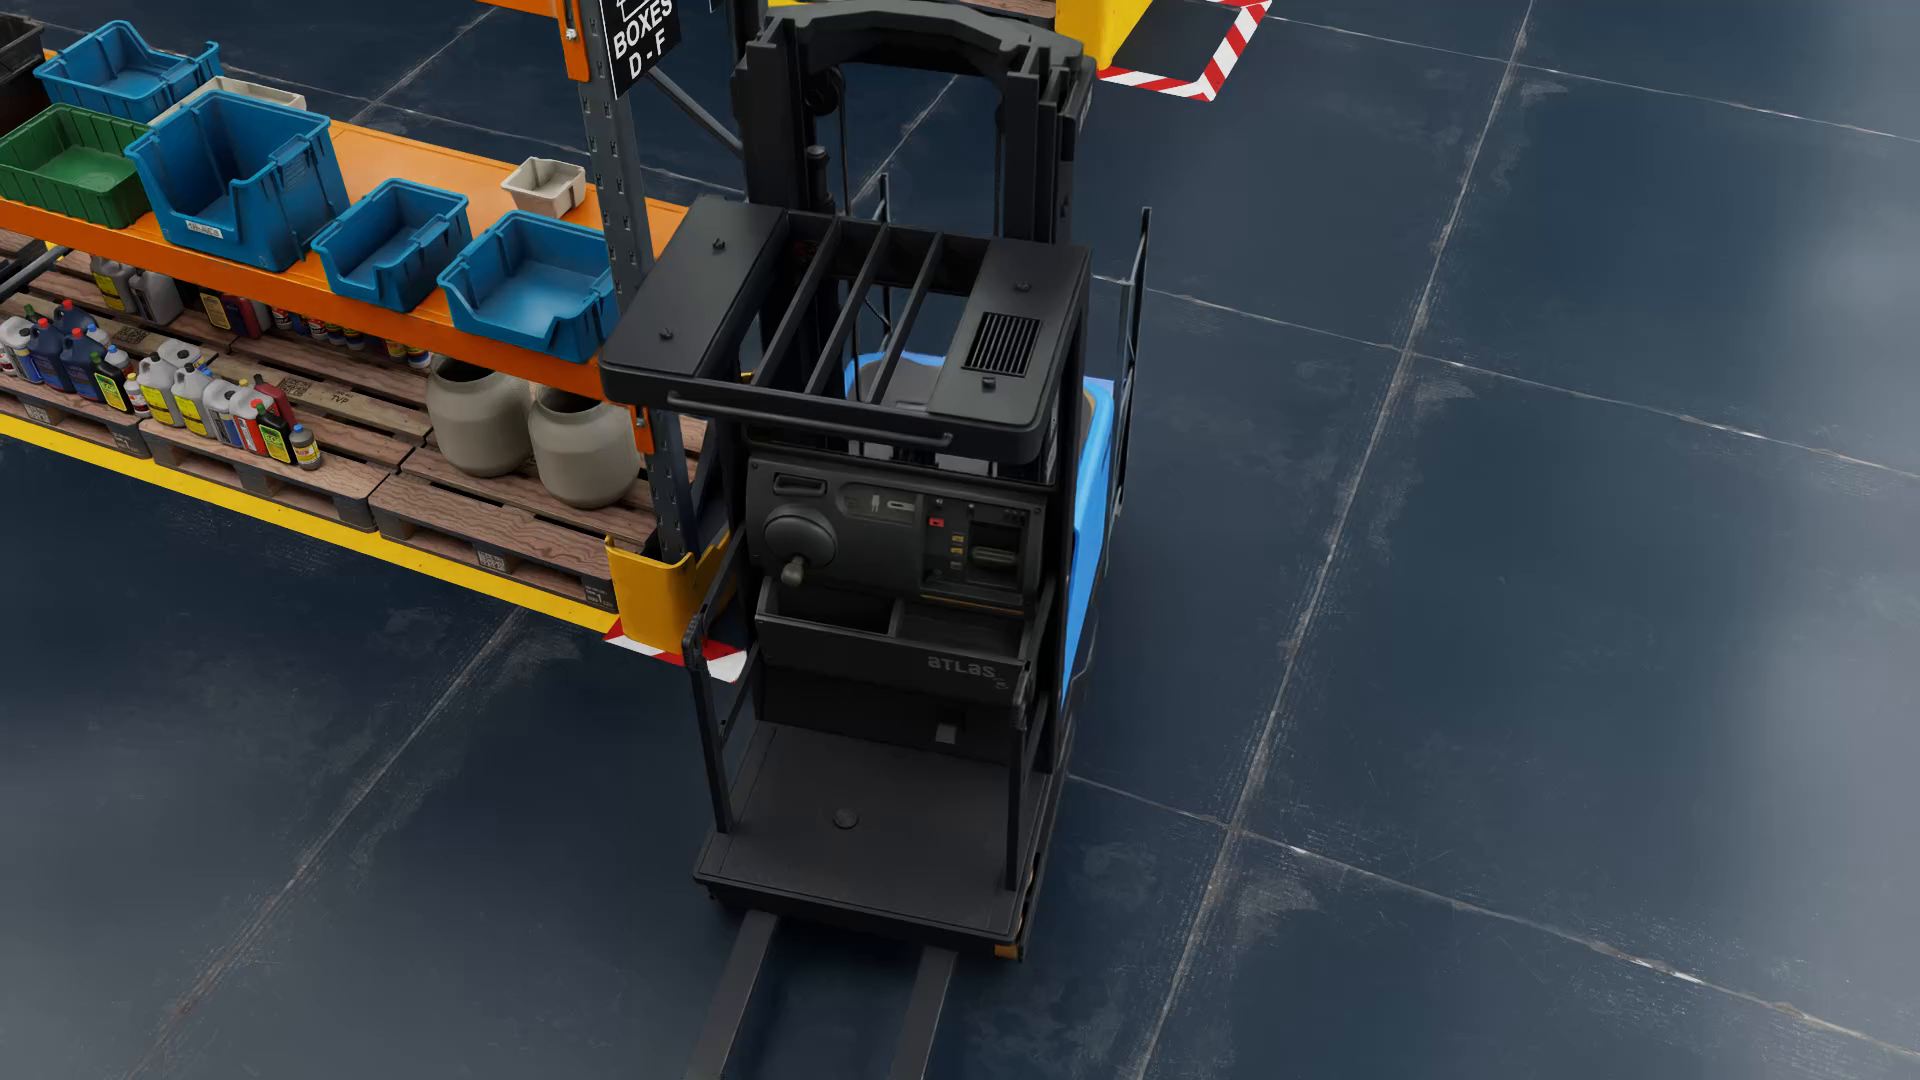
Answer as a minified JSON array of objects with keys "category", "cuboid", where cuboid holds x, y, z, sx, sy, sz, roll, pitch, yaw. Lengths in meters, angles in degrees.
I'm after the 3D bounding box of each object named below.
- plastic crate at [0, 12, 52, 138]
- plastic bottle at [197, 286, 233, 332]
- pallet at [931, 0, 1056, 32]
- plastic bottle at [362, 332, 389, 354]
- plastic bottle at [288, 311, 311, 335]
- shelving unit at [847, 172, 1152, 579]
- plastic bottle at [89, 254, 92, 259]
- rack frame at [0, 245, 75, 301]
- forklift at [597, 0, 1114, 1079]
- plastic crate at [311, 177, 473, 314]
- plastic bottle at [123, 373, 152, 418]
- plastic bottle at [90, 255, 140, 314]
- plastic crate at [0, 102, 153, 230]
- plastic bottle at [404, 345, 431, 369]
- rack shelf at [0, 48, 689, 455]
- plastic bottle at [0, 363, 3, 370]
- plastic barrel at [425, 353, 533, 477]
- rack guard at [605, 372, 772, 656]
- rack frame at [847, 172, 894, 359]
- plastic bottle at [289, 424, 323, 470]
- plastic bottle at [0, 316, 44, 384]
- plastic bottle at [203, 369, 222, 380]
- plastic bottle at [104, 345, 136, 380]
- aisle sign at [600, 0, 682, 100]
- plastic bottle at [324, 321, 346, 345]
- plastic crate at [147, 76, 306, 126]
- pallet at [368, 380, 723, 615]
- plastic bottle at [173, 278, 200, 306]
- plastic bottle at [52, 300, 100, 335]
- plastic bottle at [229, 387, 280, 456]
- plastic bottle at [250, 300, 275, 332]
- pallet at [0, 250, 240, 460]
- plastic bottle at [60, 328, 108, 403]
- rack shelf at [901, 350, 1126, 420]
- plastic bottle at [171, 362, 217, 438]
[{"category":"plastic crate","cuboid":[-4.169,-1.864,6.880,0.504,0.338,0.767,16,47,16]},{"category":"plastic bottle","cuboid":[-3.438,-1.103,7.685,0.133,0.283,0.061,16,47,16]},{"category":"pallet","cuboid":[0.189,-3.525,10.482,1.213,0.211,1.003,16,47,16]},{"category":"plastic bottle","cuboid":[-2.667,-0.986,7.568,0.133,0.283,0.061,17,47,16]},{"category":"plastic bottle","cuboid":[-3.060,-1.084,7.674,0.097,0.271,0.097,0,45,0]},{"category":"shelving unit","cuboid":[0.149,-0.623,6.652,1.048,1.500,0.538,9,46,9]},{"category":"plastic bottle","cuboid":[-4.148,-1.379,8.021,0.097,0.201,0.097,0,45,0]},{"category":"rack frame","cuboid":[-4.603,-2.111,7.084,0.127,3.000,1.000,16,47,16]},{"category":"forklift","cuboid":[-0.251,0.081,4.930,1.130,2.935,3.031,9,46,9]},{"category":"plastic crate","cuboid":[-2.086,-1.093,6.166,0.408,0.251,0.499,16,47,16]},{"category":"plastic bottle","cuboid":[-3.591,-0.642,7.280,0.097,0.201,0.097,0,45,0]},{"category":"plastic bottle","cuboid":[-3.953,-1.247,7.781,0.185,0.351,0.144,16,47,16]},{"category":"plastic crate","cuboid":[-3.459,-1.483,6.603,0.662,0.188,0.450,16,47,16]},{"category":"plastic bottle","cuboid":[-2.465,-0.909,7.498,0.097,0.271,0.097,0,45,0]},{"category":"rack shelf","cuboid":[-2.757,-1.313,6.792,4.000,0.370,1.077,16,47,16]},{"category":"plastic bottle","cuboid":[-4.384,-0.875,7.514,0.097,0.201,0.097,0,45,0]},{"category":"plastic barrel","cuboid":[-2.011,-0.557,6.988,0.421,0.512,0.421,0,45,0]},{"category":"rack guard","cuboid":[-1.000,-0.129,6.864,0.348,0.500,1.175,16,47,16]},{"category":"rack frame","cuboid":[-0.346,-0.705,6.734,0.032,1.500,0.500,9,46,9]},{"category":"plastic bottle","cuboid":[-2.775,-0.402,7.038,0.097,0.201,0.097,0,45,0]},{"category":"plastic bottle","cuboid":[-4.169,-0.860,7.445,0.135,0.276,0.152,18,48,17]},{"category":"plastic bottle","cuboid":[-3.273,-0.659,7.297,0.097,0.201,0.097,0,45,0]},{"category":"plastic bottle","cuboid":[-3.693,-0.744,7.332,0.097,0.271,0.097,0,45,0]},{"category":"aisle sign","cuboid":[-0.959,-1.733,4.861,0.004,0.787,0.394,16,47,16]},{"category":"plastic bottle","cuboid":[-2.873,-1.029,7.619,0.097,0.271,0.097,0,45,0]},{"category":"plastic crate","cuboid":[-3.007,-1.741,6.899,0.437,0.136,0.530,16,47,16]},{"category":"pallet","cuboid":[-1.747,-0.250,7.191,1.213,0.211,1.003,16,47,16]},{"category":"plastic bottle","cuboid":[-3.721,-1.289,7.823,0.185,0.351,0.144,14,47,14]},{"category":"plastic bottle","cuboid":[-3.962,-0.932,7.466,0.185,0.351,0.144,16,47,16]},{"category":"plastic bottle","cuboid":[-2.997,-0.515,7.099,0.135,0.276,0.152,17,47,16]},{"category":"plastic bottle","cuboid":[-3.274,-1.128,7.715,0.135,0.276,0.152,17,47,17]},{"category":"pallet","cuboid":[-3.999,-0.913,7.857,1.213,0.211,1.003,16,47,16]},{"category":"plastic bottle","cuboid":[-3.844,-0.787,7.320,0.185,0.351,0.144,15,47,14]},{"category":"rack shelf","cuboid":[0.149,-0.496,6.779,1.000,0.185,0.538,9,46,9]},{"category":"plastic bottle","cuboid":[-3.280,-0.621,7.153,0.185,0.351,0.144,18,48,17]}]
